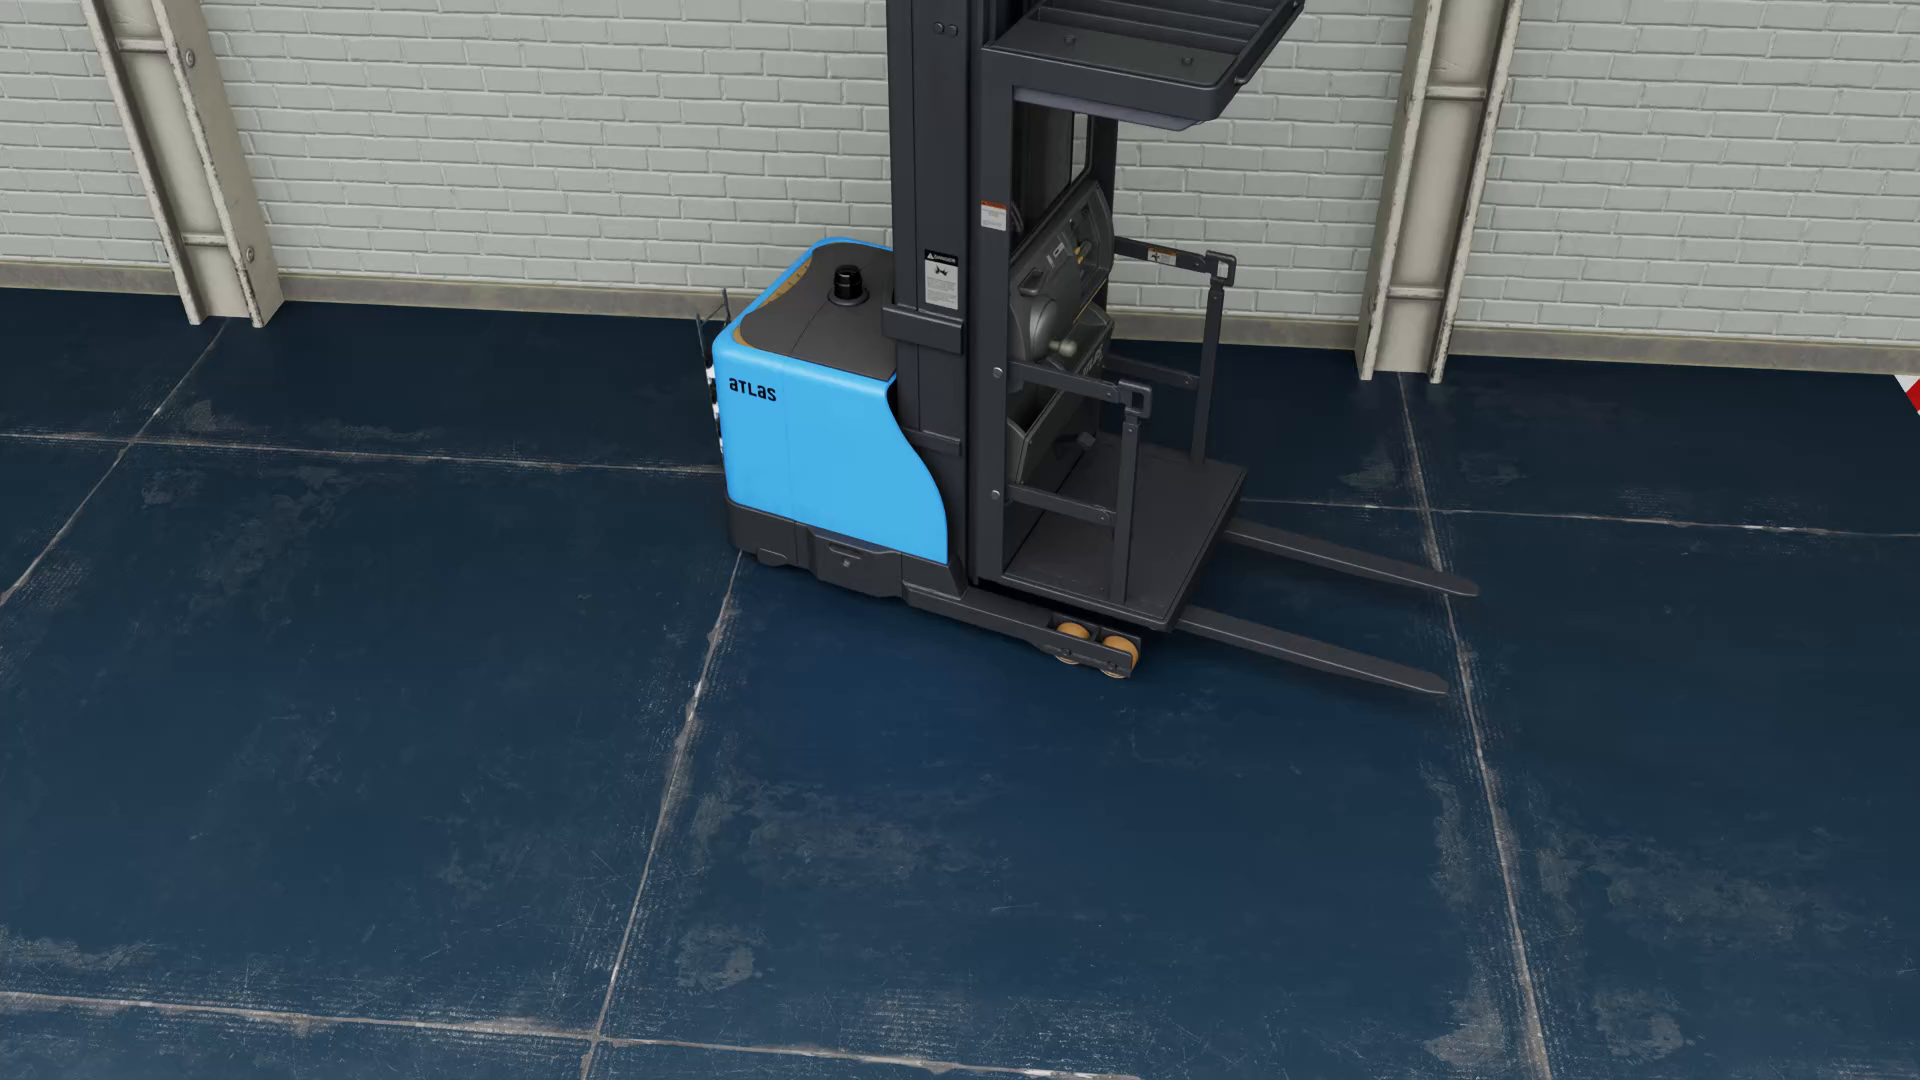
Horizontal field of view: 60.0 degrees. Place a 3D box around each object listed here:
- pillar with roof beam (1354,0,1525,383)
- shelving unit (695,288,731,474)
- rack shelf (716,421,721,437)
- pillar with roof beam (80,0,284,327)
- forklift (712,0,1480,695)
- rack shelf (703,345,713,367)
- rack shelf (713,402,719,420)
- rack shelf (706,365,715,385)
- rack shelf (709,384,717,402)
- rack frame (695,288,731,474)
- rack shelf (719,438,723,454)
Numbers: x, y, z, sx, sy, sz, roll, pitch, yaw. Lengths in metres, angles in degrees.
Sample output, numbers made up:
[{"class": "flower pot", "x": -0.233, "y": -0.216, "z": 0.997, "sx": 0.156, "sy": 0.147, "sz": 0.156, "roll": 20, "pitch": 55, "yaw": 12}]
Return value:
[{"class": "pillar with roof beam", "x": 1.818, "y": -1.663, "z": 2.164, "sx": 0.400, "sy": 9.000, "sz": 9.100, "roll": 3, "pitch": 39, "yaw": 4}, {"class": "shelving unit", "x": -0.937, "y": -0.636, "z": 7.308, "sx": 0.210, "sy": 0.900, "sz": 0.258, "roll": 12, "pitch": 41, "yaw": 22}, {"class": "rack shelf", "x": -0.928, "y": -0.539, "z": 7.383, "sx": 0.200, "sy": 0.077, "sz": 0.258, "roll": 12, "pitch": 41, "yaw": 22}, {"class": "pillar with roof beam", "x": -4.160, "y": -1.989, "z": 2.566, "sx": 0.400, "sy": 9.000, "sz": 9.100, "roll": 3, "pitch": 39, "yaw": 4}, {"class": "forklift", "x": 0.568, "y": -0.975, "z": 6.126, "sx": 3.031, "sy": 2.935, "sz": 1.130, "roll": 16, "pitch": 42, "yaw": 19}, {"class": "rack shelf", "x": -0.954, "y": -0.824, "z": 7.165, "sx": 0.200, "sy": 0.077, "sz": 0.258, "roll": 12, "pitch": 41, "yaw": 22}, {"class": "rack shelf", "x": -0.935, "y": -0.610, "z": 7.328, "sx": 0.200, "sy": 0.077, "sz": 0.258, "roll": 12, "pitch": 41, "yaw": 22}, {"class": "rack shelf", "x": -0.947, "y": -0.753, "z": 7.219, "sx": 0.200, "sy": 0.077, "sz": 0.258, "roll": 12, "pitch": 41, "yaw": 22}, {"class": "rack shelf", "x": -0.941, "y": -0.681, "z": 7.274, "sx": 0.200, "sy": 0.077, "sz": 0.258, "roll": 12, "pitch": 41, "yaw": 22}, {"class": "rack frame", "x": -1.029, "y": -0.657, "z": 7.345, "sx": 0.006, "sy": 0.900, "sz": 0.240, "roll": 12, "pitch": 41, "yaw": 22}, {"class": "rack shelf", "x": -0.922, "y": -0.467, "z": 7.437, "sx": 0.200, "sy": 0.077, "sz": 0.258, "roll": 12, "pitch": 41, "yaw": 22}]
